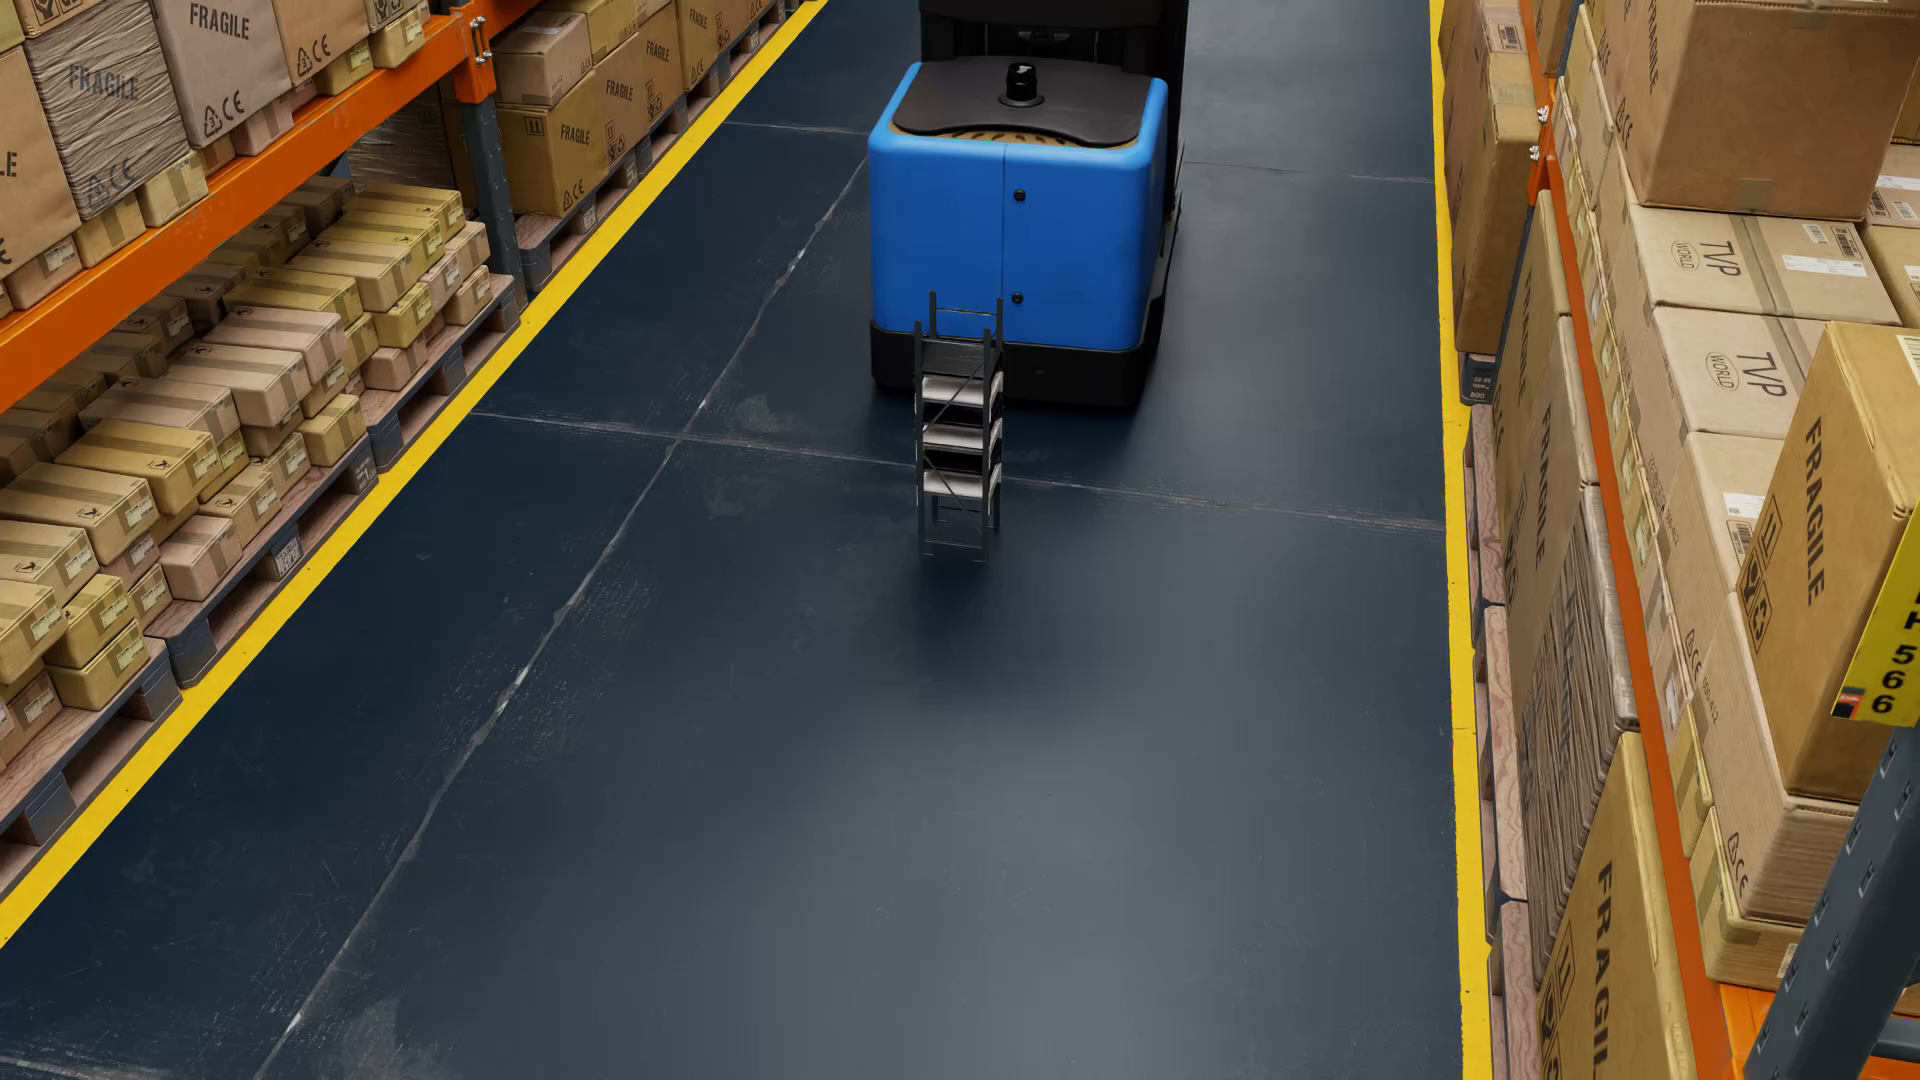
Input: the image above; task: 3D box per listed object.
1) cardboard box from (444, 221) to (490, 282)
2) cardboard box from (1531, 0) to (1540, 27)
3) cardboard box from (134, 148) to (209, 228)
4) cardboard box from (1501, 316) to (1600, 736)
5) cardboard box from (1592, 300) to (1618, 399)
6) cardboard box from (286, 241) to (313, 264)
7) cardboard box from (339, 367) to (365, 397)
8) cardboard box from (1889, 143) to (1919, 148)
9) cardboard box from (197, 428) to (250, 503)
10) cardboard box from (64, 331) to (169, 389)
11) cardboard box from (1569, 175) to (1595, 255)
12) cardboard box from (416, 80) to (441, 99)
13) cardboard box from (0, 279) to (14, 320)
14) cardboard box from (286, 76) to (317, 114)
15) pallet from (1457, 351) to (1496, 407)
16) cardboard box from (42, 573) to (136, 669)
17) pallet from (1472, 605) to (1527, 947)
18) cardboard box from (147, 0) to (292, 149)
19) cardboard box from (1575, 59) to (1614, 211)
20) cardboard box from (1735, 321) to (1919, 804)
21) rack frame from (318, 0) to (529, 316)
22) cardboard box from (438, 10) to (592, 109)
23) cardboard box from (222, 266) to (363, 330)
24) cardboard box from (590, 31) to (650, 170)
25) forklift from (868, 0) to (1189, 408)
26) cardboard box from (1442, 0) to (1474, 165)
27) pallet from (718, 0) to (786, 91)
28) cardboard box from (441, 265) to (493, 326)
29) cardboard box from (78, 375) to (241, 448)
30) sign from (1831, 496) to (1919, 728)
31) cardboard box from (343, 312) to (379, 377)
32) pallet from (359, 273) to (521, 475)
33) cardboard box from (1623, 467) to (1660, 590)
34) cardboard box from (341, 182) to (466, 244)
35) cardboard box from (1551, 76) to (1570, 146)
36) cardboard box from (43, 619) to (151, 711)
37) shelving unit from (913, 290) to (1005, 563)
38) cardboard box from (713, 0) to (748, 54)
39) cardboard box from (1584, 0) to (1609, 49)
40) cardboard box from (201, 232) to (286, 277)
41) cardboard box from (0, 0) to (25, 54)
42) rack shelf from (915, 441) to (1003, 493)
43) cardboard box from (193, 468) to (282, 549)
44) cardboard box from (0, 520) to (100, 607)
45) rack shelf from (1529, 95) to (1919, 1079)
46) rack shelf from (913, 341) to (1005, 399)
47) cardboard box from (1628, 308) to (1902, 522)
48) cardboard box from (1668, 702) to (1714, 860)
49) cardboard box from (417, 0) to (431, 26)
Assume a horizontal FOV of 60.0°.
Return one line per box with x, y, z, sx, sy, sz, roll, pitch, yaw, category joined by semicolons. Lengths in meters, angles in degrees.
-2.108;-1.163;6.616;0.380;0.149;0.250;8;37;11;cardboard box
2.418;-2.193;6.135;0.500;0.500;0.500;8;37;11;cardboard box
-2.447;-1.047;4.853;0.380;0.149;0.250;8;37;11;cardboard box
2.062;0.007;4.637;0.875;0.875;0.875;7;37;10;cardboard box
1.753;-0.444;4.021;0.380;0.149;0.250;6;36;9;cardboard box
-2.707;-1.059;6.473;0.380;0.149;0.250;8;37;10;cardboard box
-2.407;-0.561;6.040;0.380;0.149;0.250;6;36;9;cardboard box
2.527;-1.044;4.509;0.500;0.250;0.500;8;37;11;cardboard box
-2.554;-0.271;5.386;0.380;0.149;0.250;9;37;12;cardboard box
-2.895;-0.576;5.553;0.380;0.149;0.250;6;36;8;cardboard box
1.919;-0.885;4.629;0.380;0.149;0.250;6;36;9;cardboard box
-2.439;-2.167;7.318;0.500;0.250;0.500;6;36;9;cardboard box
-2.689;-0.614;4.255;0.380;0.149;0.250;7;37;10;cardboard box
-2.369;-1.506;5.486;0.380;0.149;0.250;6;36;9;cardboard box
2.564;-0.890;6.798;1.003;0.211;1.213;7;37;10;pallet
-2.602;0.207;4.726;0.380;0.149;0.250;8;37;11;cardboard box
1.976;0.689;4.619;1.003;0.211;1.213;7;37;10;pallet
-2.398;-1.513;4.943;0.500;0.500;0.500;7;37;10;cardboard box
2.006;-1.106;4.595;0.500;0.250;0.500;7;37;10;cardboard box
1.466;0.050;2.360;0.500;0.500;0.500;8;37;11;cardboard box
-2.351;-2.247;6.294;1.000;3.000;0.127;7;37;10;rack frame
-1.935;-2.099;7.223;0.500;0.250;0.500;6;36;8;cardboard box
-2.366;-0.833;5.908;0.380;0.149;0.250;8;37;11;cardboard box
-1.823;-2.099;7.862;0.500;0.500;0.500;9;37;12;cardboard box
0.425;-2.550;6.771;1.130;2.935;3.031;6;36;8;forklift
2.962;-2.267;7.775;1.225;0.875;0.875;7;37;10;cardboard box
-1.665;-2.963;9.659;1.003;0.211;1.213;7;37;10;pallet
-2.102;-0.995;6.639;0.380;0.149;0.250;8;37;11;cardboard box
-2.540;-0.381;5.285;0.380;0.149;0.250;7;37;10;cardboard box
1.091;0.085;1.888;0.100;0.325;0.005;7;37;10;sign
-2.343;-0.719;6.004;0.380;0.149;0.250;8;37;10;cardboard box
-2.460;-0.729;6.575;1.003;0.211;1.213;7;37;10;pallet
1.590;-0.004;3.413;0.380;0.149;0.250;7;36;9;cardboard box
-2.173;-1.267;6.507;0.380;0.149;0.250;8;37;11;cardboard box
2.085;-1.338;5.254;0.380;0.149;0.250;7;37;10;cardboard box
-2.597;0.334;4.805;0.380;0.149;0.250;8;37;11;cardboard box
-0.002;-0.360;5.479;0.258;0.900;0.210;7;37;10;shelving unit
-1.496;-2.991;9.093;0.500;0.500;0.500;9;37;12;cardboard box
2.121;-1.688;4.759;0.500;0.500;0.500;7;37;10;cardboard box
-2.750;-1.031;6.180;0.380;0.149;0.250;7;36;9;cardboard box
-2.616;-1.329;3.837;0.500;0.500;0.500;7;36;9;cardboard box
-0.002;-0.260;5.552;0.258;0.077;0.200;7;37;10;rack shelf
-2.463;-0.118;5.429;0.380;0.149;0.250;7;37;10;cardboard box
-2.669;0.078;4.651;0.380;0.149;0.250;6;36;8;cardboard box
2.046;-0.130;3.986;1.077;0.370;4.000;7;37;10;rack shelf
-0.002;-0.551;5.341;0.258;0.077;0.200;7;37;10;rack shelf
1.680;-0.228;3.382;0.500;0.250;0.500;6;36;8;cardboard box
1.427;0.433;2.811;0.380;0.149;0.250;8;37;10;cardboard box
-2.183;-1.952;6.102;0.380;0.149;0.250;7;37;9;cardboard box
